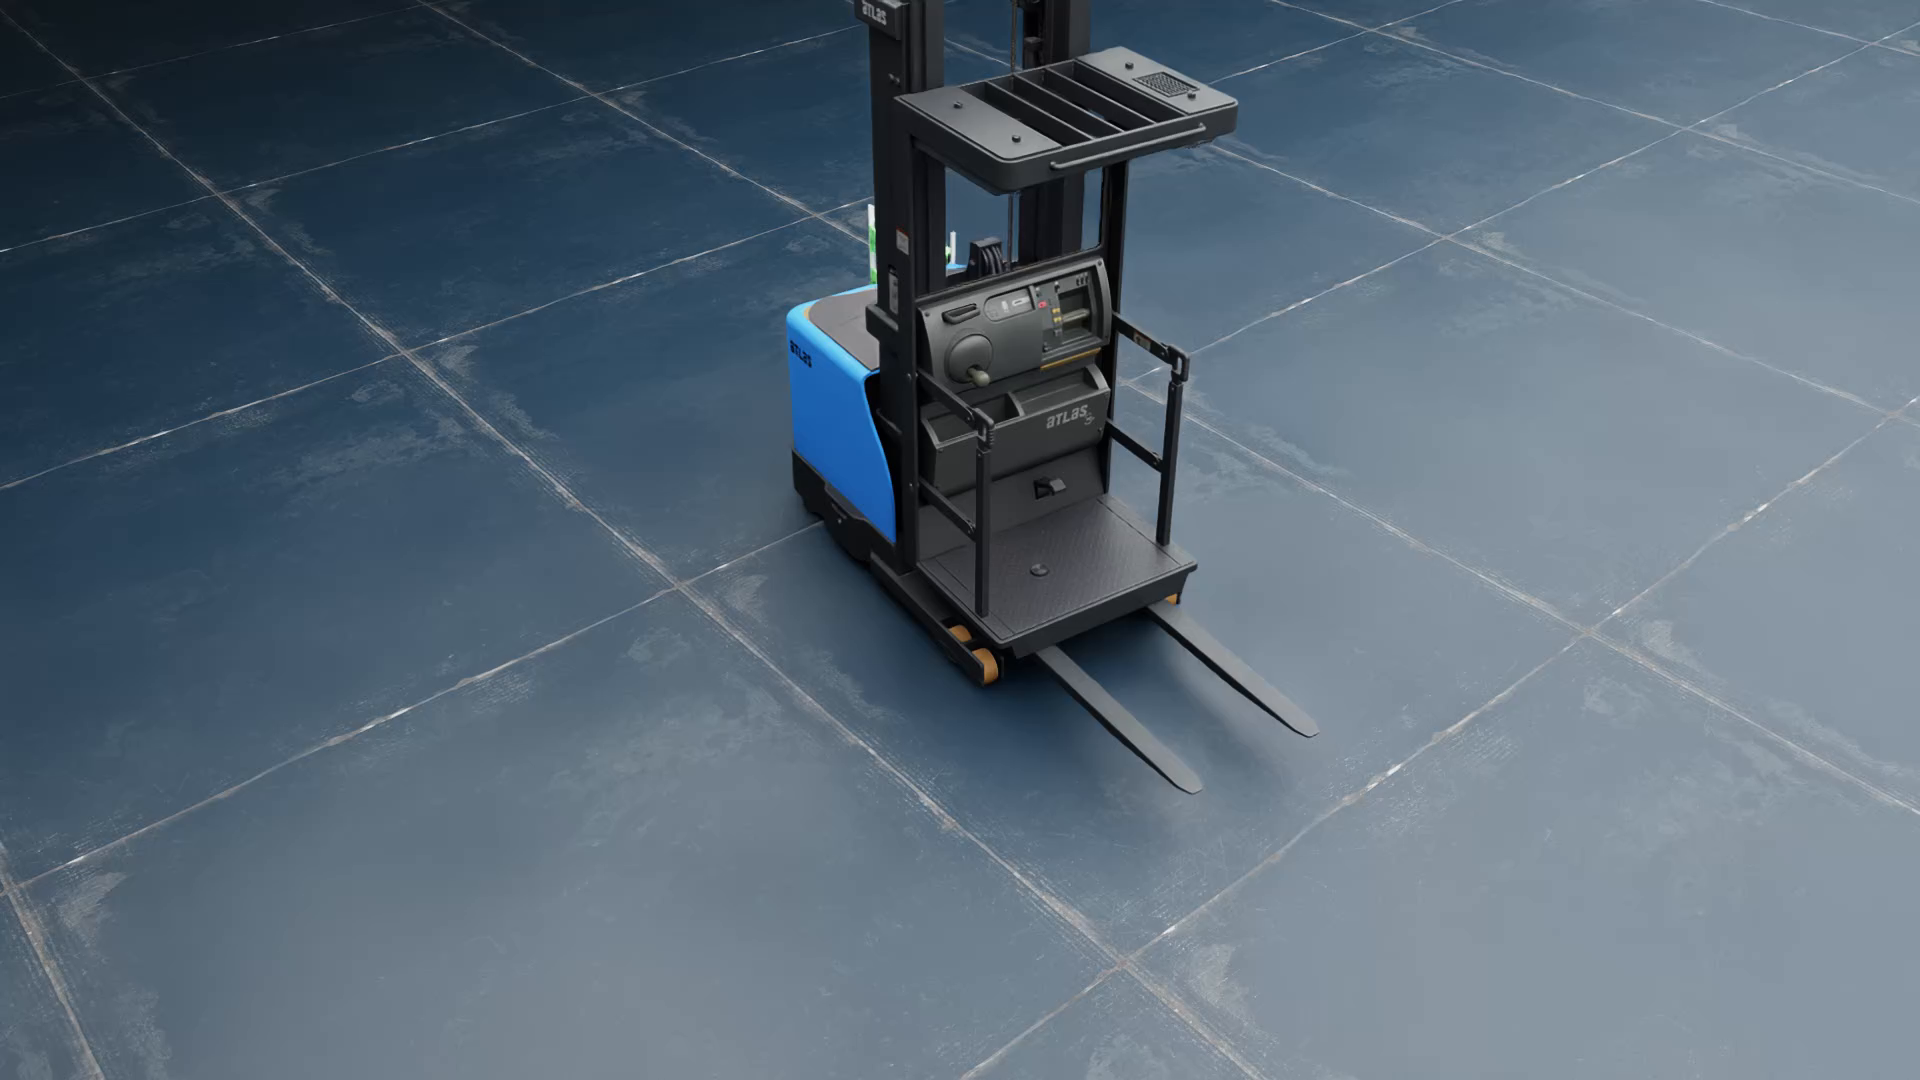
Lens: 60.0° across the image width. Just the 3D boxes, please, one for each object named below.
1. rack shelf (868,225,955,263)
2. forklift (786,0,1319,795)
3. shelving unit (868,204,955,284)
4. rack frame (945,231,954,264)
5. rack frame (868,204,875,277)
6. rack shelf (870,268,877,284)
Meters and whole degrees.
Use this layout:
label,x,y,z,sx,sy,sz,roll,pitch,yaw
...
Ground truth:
label,x,y,z,sx,sy,sz,roll,pitch,yaw
rack shelf,-0.253,-1.495,8.602,0.258,0.148,0.480,-17,39,-23
forklift,0.366,-0.865,6.936,1.130,2.935,3.031,-20,40,-26
shelving unit,-0.253,-1.155,8.842,0.258,1.200,0.503,-17,39,-23
rack frame,-0.137,-1.031,8.666,0.240,1.200,0.015,-17,39,-23
rack frame,-0.368,-1.279,9.017,0.240,1.200,0.015,-17,39,-23
rack shelf,-0.253,-1.299,8.740,0.258,0.148,0.480,-17,39,-23
